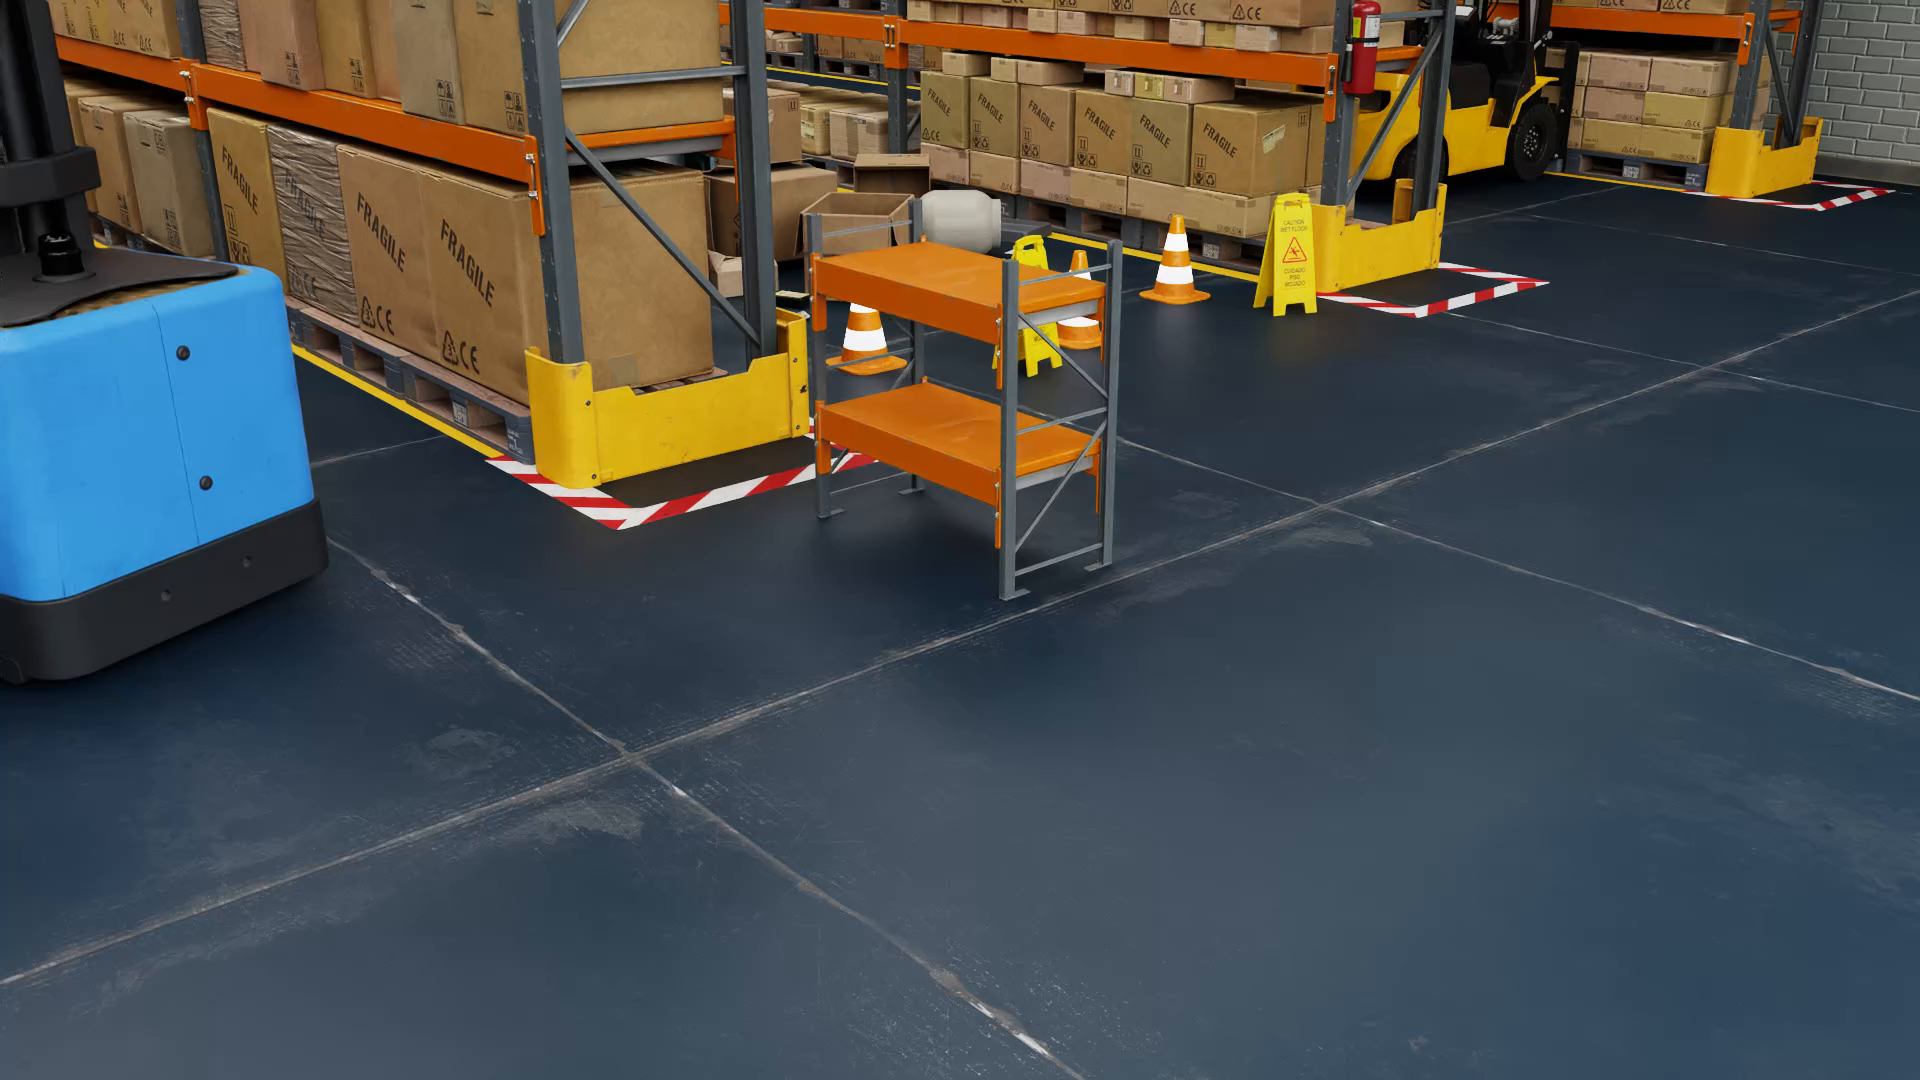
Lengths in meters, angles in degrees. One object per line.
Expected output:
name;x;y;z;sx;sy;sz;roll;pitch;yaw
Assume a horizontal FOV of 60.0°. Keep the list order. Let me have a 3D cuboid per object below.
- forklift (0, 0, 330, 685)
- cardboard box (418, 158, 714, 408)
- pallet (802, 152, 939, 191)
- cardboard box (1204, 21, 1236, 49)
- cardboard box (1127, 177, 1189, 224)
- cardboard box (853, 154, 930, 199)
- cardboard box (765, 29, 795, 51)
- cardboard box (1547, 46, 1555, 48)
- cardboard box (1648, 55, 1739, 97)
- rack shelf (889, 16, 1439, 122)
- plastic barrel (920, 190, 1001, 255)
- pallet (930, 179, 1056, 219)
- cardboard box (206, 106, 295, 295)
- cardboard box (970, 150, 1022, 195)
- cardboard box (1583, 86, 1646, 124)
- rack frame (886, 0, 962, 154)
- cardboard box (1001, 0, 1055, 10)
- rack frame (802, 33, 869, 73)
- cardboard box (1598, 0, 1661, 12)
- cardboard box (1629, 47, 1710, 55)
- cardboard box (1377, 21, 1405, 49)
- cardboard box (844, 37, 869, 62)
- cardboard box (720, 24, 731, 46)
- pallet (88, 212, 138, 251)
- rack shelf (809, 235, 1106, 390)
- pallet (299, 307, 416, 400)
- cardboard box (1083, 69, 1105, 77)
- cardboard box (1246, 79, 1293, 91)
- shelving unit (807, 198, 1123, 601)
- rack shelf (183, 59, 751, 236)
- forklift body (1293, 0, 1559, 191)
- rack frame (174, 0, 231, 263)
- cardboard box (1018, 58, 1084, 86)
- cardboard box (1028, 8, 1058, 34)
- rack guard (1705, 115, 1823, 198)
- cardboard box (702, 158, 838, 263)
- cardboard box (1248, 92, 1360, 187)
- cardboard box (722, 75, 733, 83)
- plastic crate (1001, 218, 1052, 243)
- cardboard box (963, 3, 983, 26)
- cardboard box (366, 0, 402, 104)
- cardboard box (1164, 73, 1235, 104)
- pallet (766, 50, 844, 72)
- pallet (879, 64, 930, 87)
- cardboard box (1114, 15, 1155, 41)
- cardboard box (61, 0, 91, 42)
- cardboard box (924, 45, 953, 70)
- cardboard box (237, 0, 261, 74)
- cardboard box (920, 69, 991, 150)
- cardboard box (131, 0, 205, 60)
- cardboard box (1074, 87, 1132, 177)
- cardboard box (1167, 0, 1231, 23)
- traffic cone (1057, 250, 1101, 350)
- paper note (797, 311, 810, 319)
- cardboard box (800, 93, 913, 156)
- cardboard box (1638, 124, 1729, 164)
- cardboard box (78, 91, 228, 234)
forklift;-3.662;-1.303;5.292;3.031;2.935;1.130;11;24;25
cardboard box;-1.685;-1.156;7.159;0.875;0.875;0.875;-17;27;-37
pallet;-0.628;-3.006;13.368;1.003;0.211;1.213;-17;27;-37
cardboard box;1.685;-3.039;9.974;0.380;0.149;0.250;-18;28;-38
cardboard box;1.429;-2.204;10.691;0.500;0.250;0.500;-17;27;-37
cardboard box;-0.450;-2.306;11.184;0.500;0.500;0.500;0;21;-1
cardboard box;-2.402;-6.587;21.862;0.396;0.266;0.258;-16;27;-36
cardboard box;4.714;-4.019;13.956;0.500;0.250;0.500;-18;28;-38
cardboard box;5.713;-3.600;12.887;0.500;0.250;0.500;-16;27;-36
rack shelf;1.187;-3.202;11.032;1.077;0.370;4.000;-17;27;-37
plastic barrel;-0.003;-1.995;10.496;0.512;0.421;0.421;0;21;-1
pallet;0.346;-2.614;12.368;1.003;0.211;1.213;-17;27;-37
cardboard box;-3.445;-1.899;9.056;0.875;0.875;0.875;-17;27;-37
cardboard box;0.419;-2.632;11.786;0.500;0.250;0.500;-16;26;-34
cardboard box;5.376;-3.516;13.357;0.500;0.250;0.500;-18;28;-38
rack frame;-0.119;-4.089;12.311;1.000;3.000;0.127;-17;27;-37
cardboard box;0.620;-3.811;11.057;0.500;0.500;0.500;-18;28;-38
rack frame;-1.583;-7.482;20.974;1.000;3.000;0.127;-17;27;-37
cardboard box;5.398;-4.432;13.050;0.500;0.500;0.500;-16;27;-36
cardboard box;5.751;-3.863;13.556;0.500;0.250;0.500;-17;27;-37
cardboard box;2.427;-3.010;9.901;0.380;0.149;0.250;-17;27;-37
cardboard box;-1.083;-6.182;20.506;0.500;0.500;0.500;-18;28;-38
cardboard box;-3.069;-7.012;22.625;0.500;0.500;0.500;-17;27;-36
pallet;-5.164;-2.117;11.099;1.003;0.211;1.213;-17;27;-37
rack shelf;-0.004;-0.798;5.677;0.538;0.278;1.000;-17;27;-37
pallet;-2.565;-1.018;8.295;1.003;0.211;1.213;-17;27;-37
cardboard box;0.804;-3.114;11.987;0.500;0.500;0.500;-17;27;-36
cardboard box;3.290;-4.503;16.049;0.875;0.625;0.625;-16;26;-35
shelving unit;-0.004;-0.526;5.784;0.538;1.125;1.048;-17;27;-37
rack shelf;-2.497;-1.995;7.952;1.077;0.370;4.000;-17;27;-37
forklift body;3.630;-3.861;12.893;2.313;2.155;1.214;-17;27;-37
rack frame;-3.803;-2.883;9.231;1.000;3.000;0.127;-17;27;-37
cardboard box;0.613;-3.164;11.227;0.380;0.149;0.250;-16;26;-34
cardboard box;0.672;-3.453;11.032;0.380;0.149;0.250;-17;27;-37
rack guard;6.266;-2.996;12.948;1.175;0.500;0.348;-17;27;-37
cardboard box;-1.189;-2.024;10.275;0.797;0.637;0.503;-17;27;-37
cardboard box;2.159;-2.544;10.531;0.500;0.500;0.500;-19;28;-39
cardboard box;-2.369;-4.008;15.131;0.950;0.372;0.625;-20;29;-41
plastic crate;0.285;-2.101;11.238;0.583;0.080;0.402;12;24;27
cardboard box;0.245;-3.685;11.624;0.380;0.149;0.250;-18;27;-38
cardboard box;-2.114;-2.271;7.463;0.875;0.550;0.550;-17;27;-37
cardboard box;1.481;-2.795;10.284;0.380;0.149;0.250;-16;27;-36
pallet;-2.030;-6.374;21.968;1.003;0.211;1.213;-17;27;-37
pallet;-0.223;-5.631;20.071;1.003;0.211;1.213;-17;27;-37
cardboard box;1.198;-3.256;10.529;0.380;0.149;0.250;-18;28;-38
cardboard box;-5.339;-3.429;10.488;0.500;0.500;0.500;-18;28;-38
cardboard box;-0.073;-5.759;19.426;0.500;0.500;0.500;-16;27;-35
cardboard box;-3.177;-2.707;8.577;0.875;0.550;0.550;-17;27;-37
cardboard box;0.062;-3.126;12.019;0.500;0.500;0.500;-16;26;-35
cardboard box;-4.346;-3.010;9.419;0.500;0.500;0.500;-18;27;-38
cardboard box;1.104;-2.692;10.911;0.500;0.500;0.500;-18;28;-39
cardboard box;1.606;-3.393;9.989;0.500;0.500;0.500;-17;27;-37
traffic cone;0.615;-1.256;8.557;0.336;0.463;0.334;-17;27;-37
paper note;-0.902;-1.220;9.060;0.144;0.017;0.142;-8;23;-19
cardboard box;-0.935;-3.403;13.587;0.950;0.372;0.625;-15;26;-34
cardboard box;5.704;-3.137;13.074;0.500;0.250;0.500;-17;27;-37
cardboard box;-4.903;-2.448;10.631;1.050;0.750;0.750;-17;27;-37
